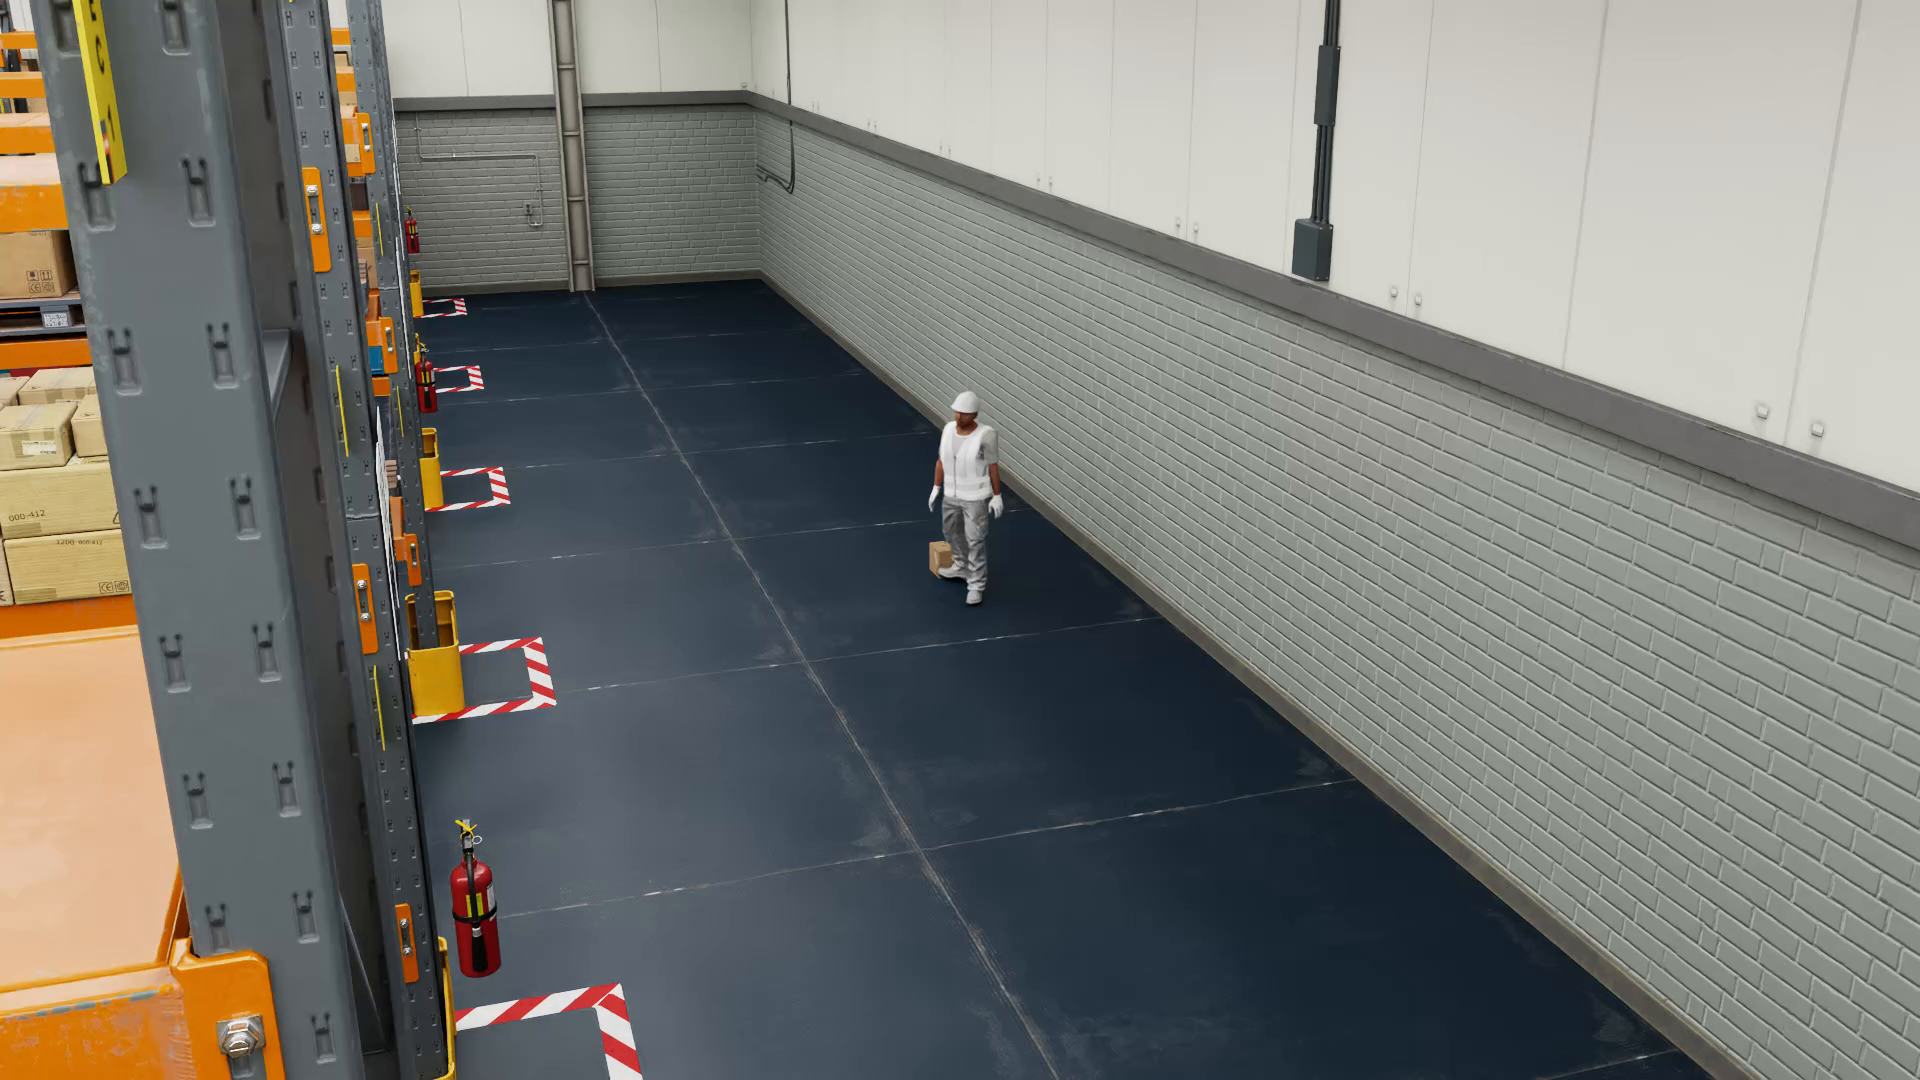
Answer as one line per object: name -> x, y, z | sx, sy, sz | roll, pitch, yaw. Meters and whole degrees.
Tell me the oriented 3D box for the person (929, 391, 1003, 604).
person -> 0.019, -0.400, 13.747 | 0.741, 1.775, 0.506 | 16, 24, 38
